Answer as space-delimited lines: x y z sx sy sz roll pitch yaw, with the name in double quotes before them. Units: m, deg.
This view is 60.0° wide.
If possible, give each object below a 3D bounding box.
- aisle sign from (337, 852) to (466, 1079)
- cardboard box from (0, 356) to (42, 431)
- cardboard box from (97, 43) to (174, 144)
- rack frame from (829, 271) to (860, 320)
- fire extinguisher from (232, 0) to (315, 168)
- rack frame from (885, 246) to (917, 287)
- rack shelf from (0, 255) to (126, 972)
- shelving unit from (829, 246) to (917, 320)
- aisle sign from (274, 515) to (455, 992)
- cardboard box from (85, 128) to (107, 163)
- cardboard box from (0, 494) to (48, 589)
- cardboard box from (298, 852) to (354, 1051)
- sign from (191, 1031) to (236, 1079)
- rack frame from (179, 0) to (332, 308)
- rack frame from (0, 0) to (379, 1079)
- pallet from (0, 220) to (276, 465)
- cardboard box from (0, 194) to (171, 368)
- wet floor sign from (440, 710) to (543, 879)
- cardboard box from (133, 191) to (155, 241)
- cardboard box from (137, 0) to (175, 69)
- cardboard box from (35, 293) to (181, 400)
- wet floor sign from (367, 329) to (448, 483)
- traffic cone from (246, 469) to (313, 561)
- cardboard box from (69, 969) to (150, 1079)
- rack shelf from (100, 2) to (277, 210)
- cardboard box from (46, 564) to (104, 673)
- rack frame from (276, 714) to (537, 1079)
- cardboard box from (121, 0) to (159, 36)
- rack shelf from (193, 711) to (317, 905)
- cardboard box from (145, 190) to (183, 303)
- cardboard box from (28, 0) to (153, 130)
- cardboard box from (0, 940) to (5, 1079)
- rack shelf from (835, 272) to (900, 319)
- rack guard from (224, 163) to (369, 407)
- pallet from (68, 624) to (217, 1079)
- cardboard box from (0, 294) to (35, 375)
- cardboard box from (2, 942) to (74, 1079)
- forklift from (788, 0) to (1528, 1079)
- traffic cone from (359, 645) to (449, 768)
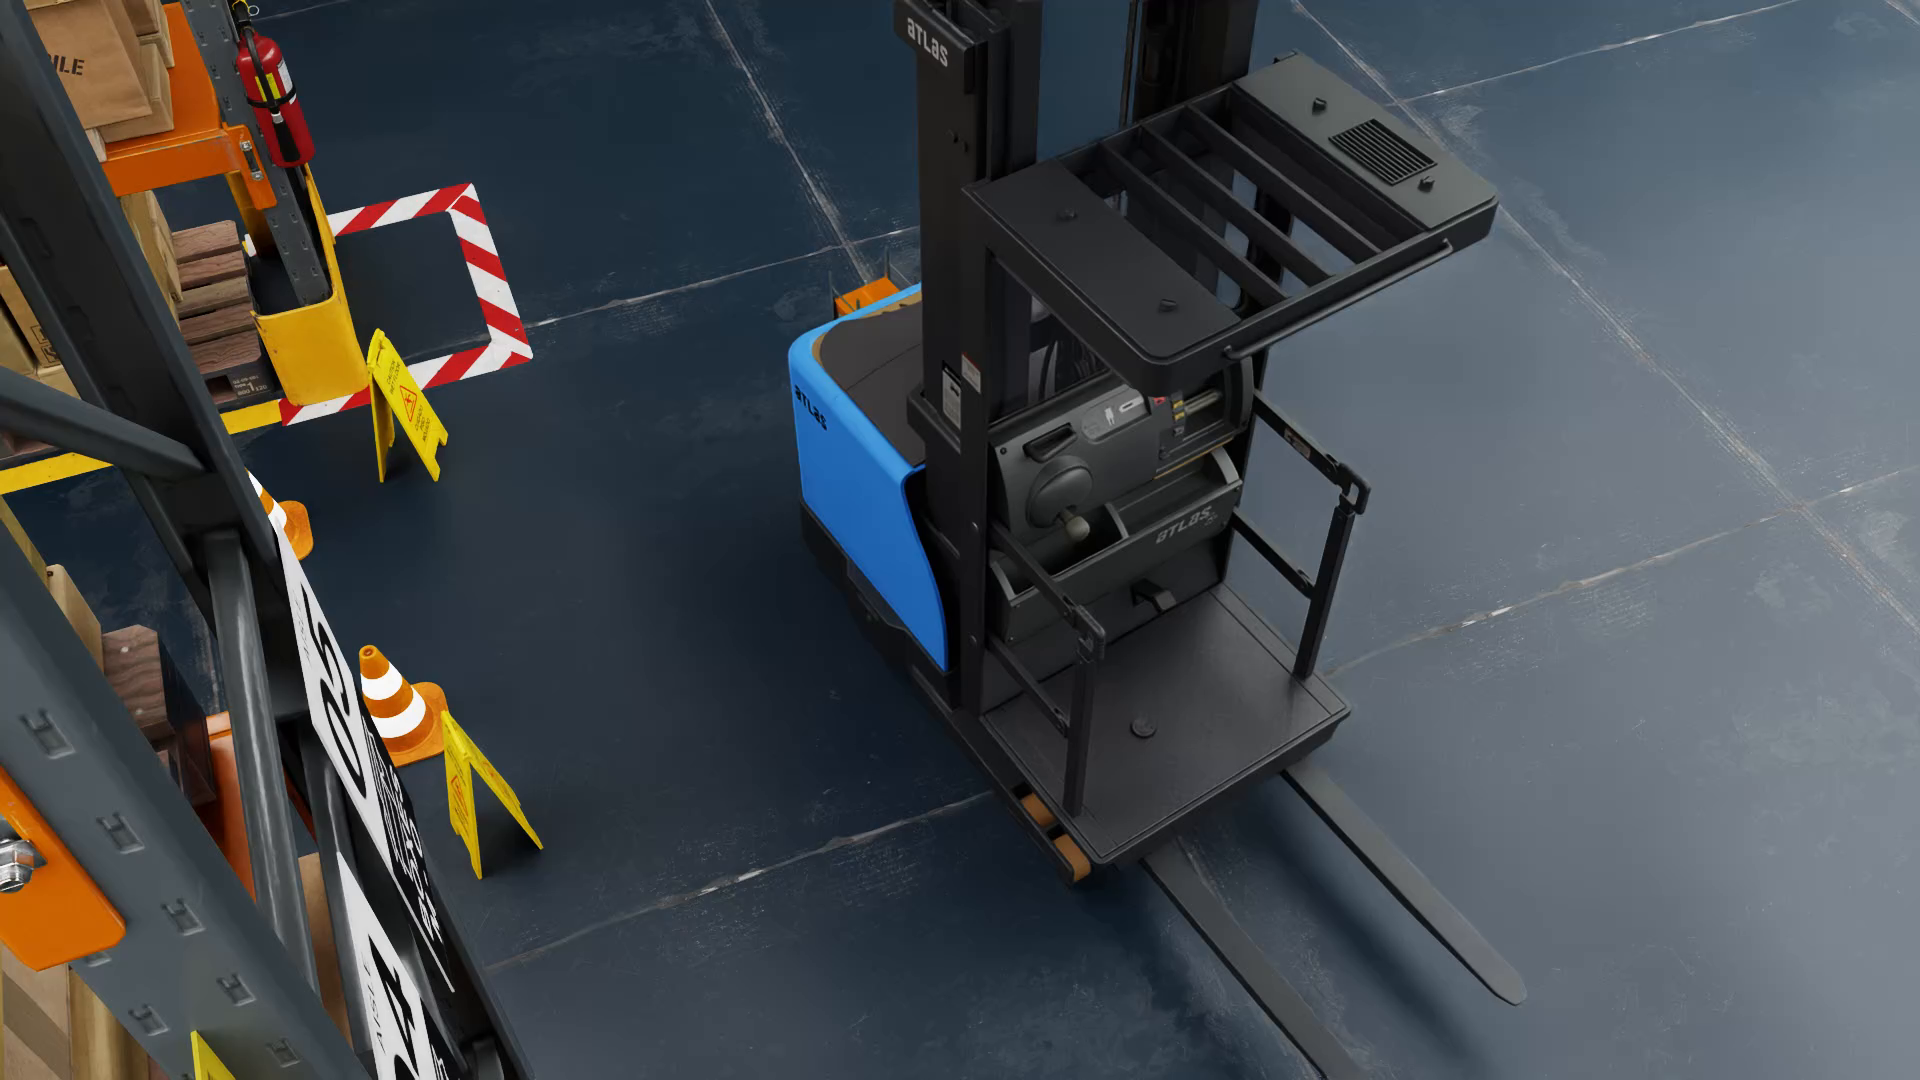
"aisle sign" -0.692 0.780 2.230 0.004 0.787 0.394 -17 52 -14
"cardboard box" -3.966 -0.688 6.740 0.500 0.250 0.500 -17 51 -14
"cardboard box" -3.102 -1.672 6.215 0.250 0.149 0.380 -16 51 -13
"rack frame" -0.417 -0.574 6.391 0.008 1.050 0.200 -28 55 -22
"fire extinguisher" -2.556 -1.695 6.120 0.183 0.674 0.296 -17 52 -14
"rack frame" -0.217 -0.679 6.482 0.008 1.050 0.200 -28 55 -22
"rack shelf" -2.723 0.420 1.036 4.000 0.370 1.077 -17 52 -14
"shelving unit" -0.317 -0.626 6.437 0.252 1.050 0.215 -28 55 -22
"aisle sign" -0.919 0.359 2.592 0.004 0.787 0.394 -17 52 -14
"cardboard box" -3.294 -1.521 6.085 0.250 0.149 0.380 -18 52 -15
"cardboard box" -1.415 0.200 2.025 0.500 0.250 0.500 -17 52 -14
"cardboard box" -1.229 1.115 2.845 0.550 0.550 0.875 -17 52 -14
"sign" -0.679 0.582 1.605 0.005 0.325 0.100 -17 52 -14
"rack frame" -2.836 -2.011 6.340 0.127 3.000 1.000 -17 52 -14
"rack frame" -0.871 -0.518 1.104 0.127 3.000 1.000 -17 52 -14
"pallet" -3.672 -0.872 7.201 1.213 0.211 1.003 -17 52 -14
"cardboard box" -3.480 -1.083 6.585 0.500 0.500 0.500 -17 51 -14
"wet floor sign" -1.593 0.805 5.474 0.232 0.644 0.267 -26 54 -20
"cardboard box" -3.710 -1.452 6.902 0.500 0.500 0.500 -19 52 -15
"cardboard box" -3.229 -1.977 6.477 0.250 0.149 0.380 -17 51 -14
"cardboard box" -3.505 -0.824 6.857 0.500 0.250 0.500 -17 52 -14
"wet floor sign" -2.256 -0.547 6.635 0.232 0.644 0.267 -2 49 -1
"traffic cone" -2.747 -0.155 6.419 0.334 0.463 0.336 -17 52 -14
"cardboard box" -1.051 0.705 1.854 0.250 0.149 0.380 -17 52 -14
"rack shelf" -4.688 -1.203 6.121 4.000 0.370 1.077 -17 52 -14
"cardboard box" -1.310 0.245 2.249 0.250 0.149 0.380 -17 51 -14
"rack frame" -0.871 1.437 3.380 0.127 3.000 1.000 -17 52 -14
"cardboard box" -3.380 -2.199 6.240 0.500 0.500 0.500 -18 52 -15
"rack shelf" -2.723 1.267 2.022 4.000 0.370 1.077 -17 52 -14
"cardboard box" -3.688 -1.215 7.192 0.500 0.250 0.500 -18 52 -15
"cardboard box" -3.235 -1.791 5.890 0.500 0.500 0.500 -18 52 -15
"cardboard box" -1.055 0.447 1.550 0.250 0.149 0.380 -17 51 -14
"rack shelf" -0.317 -0.804 6.229 0.240 0.259 0.215 -28 55 -22
"rack guard" -2.907 -1.175 7.270 0.348 0.500 1.175 -17 52 -14
"pallet" -1.554 0.708 2.086 1.213 0.211 1.003 -17 52 -14
"cardboard box" -3.961 -0.931 6.455 0.500 0.500 0.500 -15 51 -13
"cardboard box" -1.219 0.579 1.700 0.500 0.250 0.500 -17 51 -14
"forklift" 0.622 -0.224 4.851 1.130 2.935 3.031 -27 55 -21
"traffic cone" -2.012 0.527 5.833 0.334 0.463 0.336 -17 52 -14
